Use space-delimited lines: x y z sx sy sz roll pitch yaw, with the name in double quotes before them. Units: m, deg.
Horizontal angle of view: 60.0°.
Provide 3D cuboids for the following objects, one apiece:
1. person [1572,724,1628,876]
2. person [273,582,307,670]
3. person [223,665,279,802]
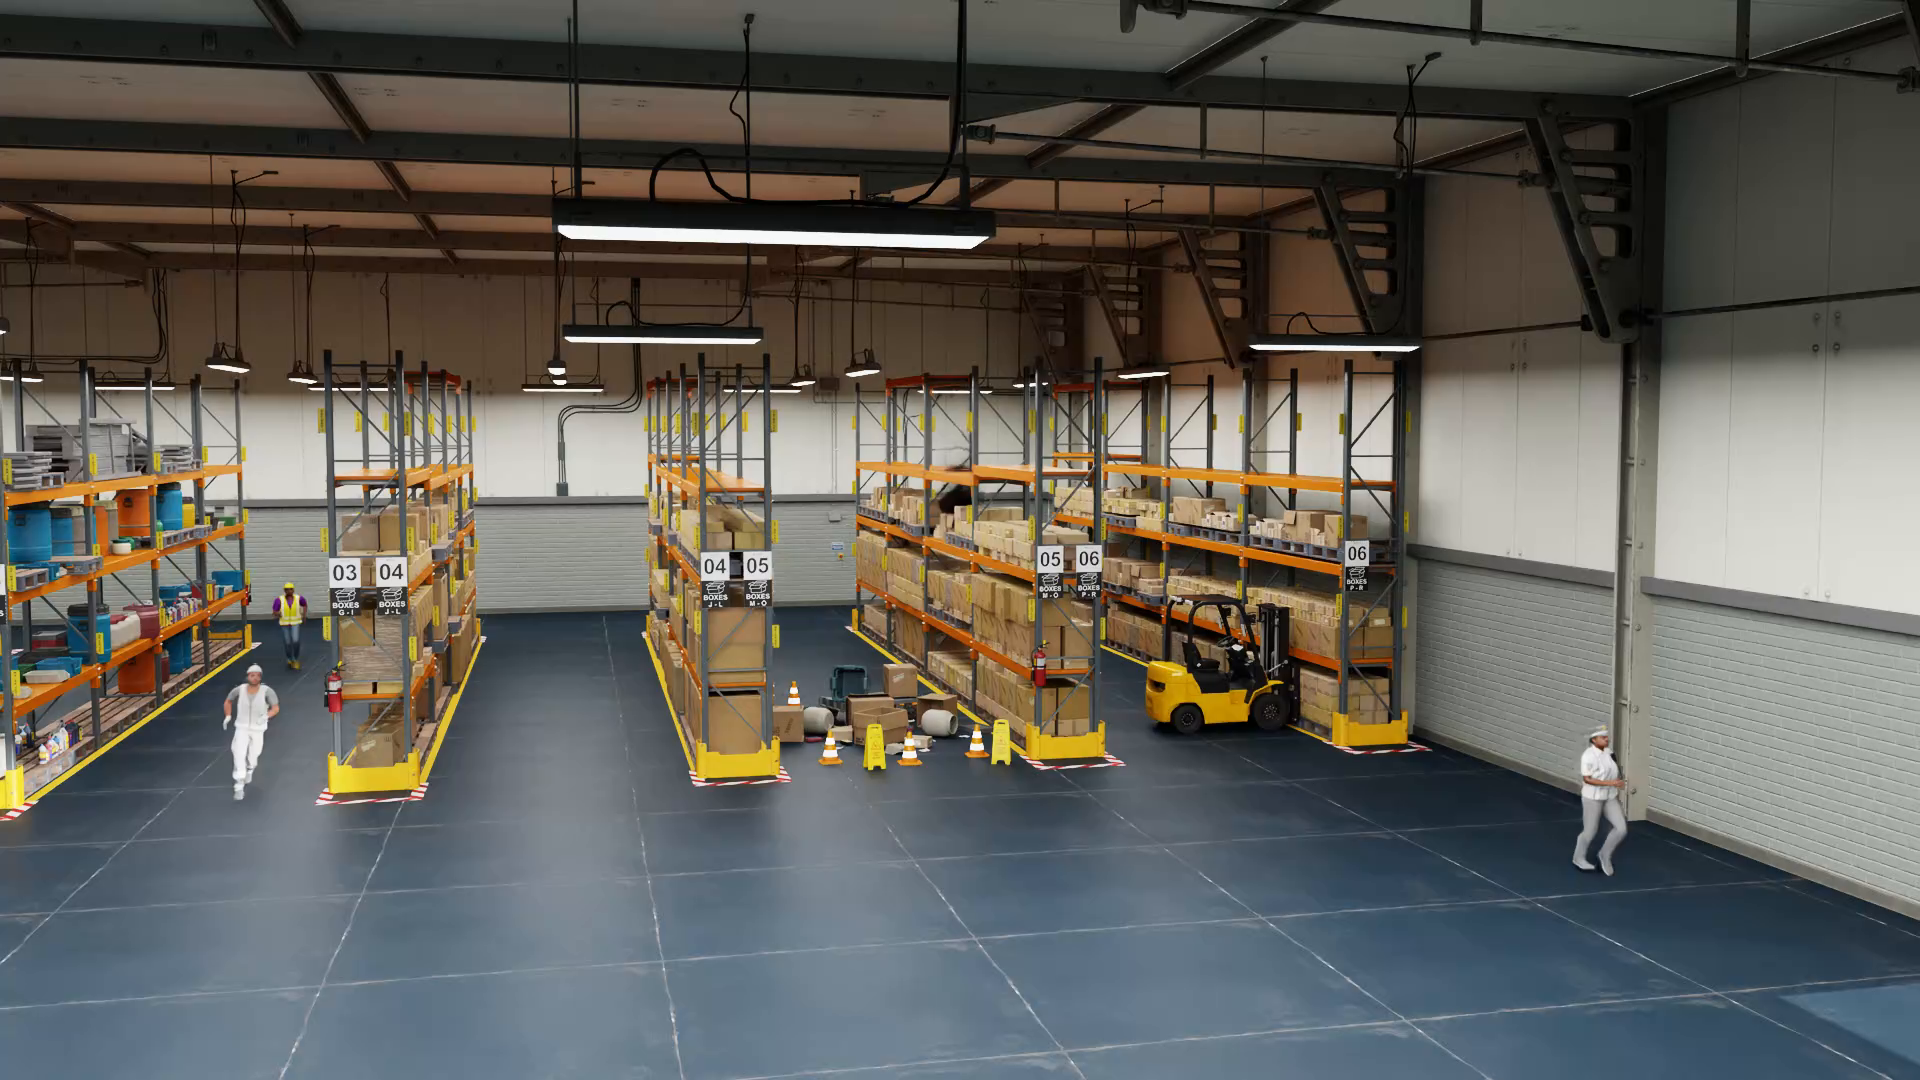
"person" 7.113 2.878 18.421 0.544 1.706 0.688 -2 4 -22
"person" -13.713 1.761 34.030 0.636 1.801 0.796 -1 4 -16
"person" -9.577 2.567 22.484 0.700 1.773 0.902 -1 4 -19
